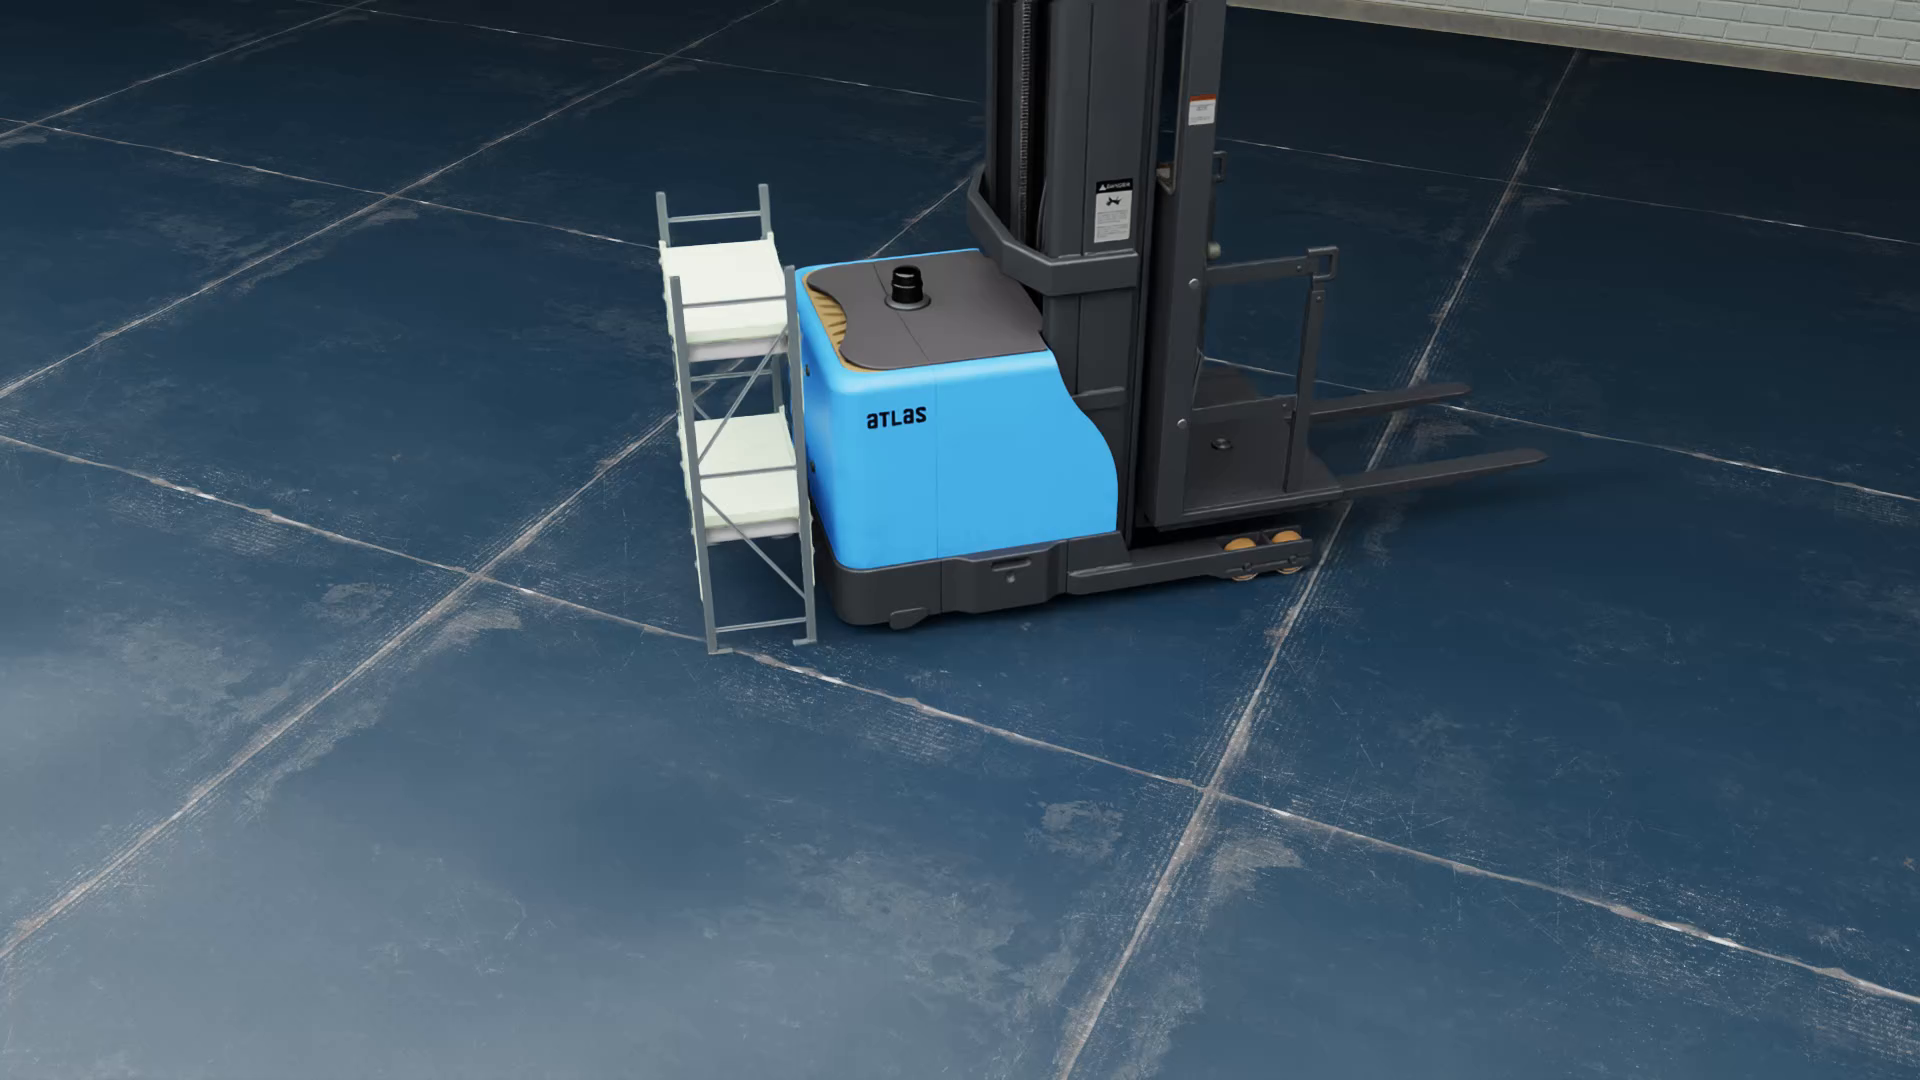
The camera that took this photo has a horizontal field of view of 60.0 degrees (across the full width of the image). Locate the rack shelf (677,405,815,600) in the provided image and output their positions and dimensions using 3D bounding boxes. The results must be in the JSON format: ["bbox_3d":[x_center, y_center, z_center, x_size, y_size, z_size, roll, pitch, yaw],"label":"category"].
[{"bbox_3d":[-0.806,-0.154,6.211,0.431,0.370,0.720,-7,34,-10],"label":"rack shelf"}]

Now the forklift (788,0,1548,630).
[{"bbox_3d":[0.884,-1.335,6.113,3.031,2.935,1.130,-9,34,-13],"label":"forklift"}]

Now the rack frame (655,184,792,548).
[{"bbox_3d":[-0.883,-0.623,6.332,0.400,1.500,0.023,-7,34,-10],"label":"rack frame"}]

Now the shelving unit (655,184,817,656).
[{"bbox_3d":[-0.806,-0.426,6.033,0.431,1.500,0.755,-7,34,-10],"label":"shelving unit"}]

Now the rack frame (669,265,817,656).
[{"bbox_3d":[-0.729,-0.230,5.733,0.400,1.500,0.023,-7,34,-10],"label":"rack frame"}]

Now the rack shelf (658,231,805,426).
[{"bbox_3d":[-0.806,-0.753,5.819,0.431,0.370,0.720,-7,34,-10],"label":"rack shelf"}]
